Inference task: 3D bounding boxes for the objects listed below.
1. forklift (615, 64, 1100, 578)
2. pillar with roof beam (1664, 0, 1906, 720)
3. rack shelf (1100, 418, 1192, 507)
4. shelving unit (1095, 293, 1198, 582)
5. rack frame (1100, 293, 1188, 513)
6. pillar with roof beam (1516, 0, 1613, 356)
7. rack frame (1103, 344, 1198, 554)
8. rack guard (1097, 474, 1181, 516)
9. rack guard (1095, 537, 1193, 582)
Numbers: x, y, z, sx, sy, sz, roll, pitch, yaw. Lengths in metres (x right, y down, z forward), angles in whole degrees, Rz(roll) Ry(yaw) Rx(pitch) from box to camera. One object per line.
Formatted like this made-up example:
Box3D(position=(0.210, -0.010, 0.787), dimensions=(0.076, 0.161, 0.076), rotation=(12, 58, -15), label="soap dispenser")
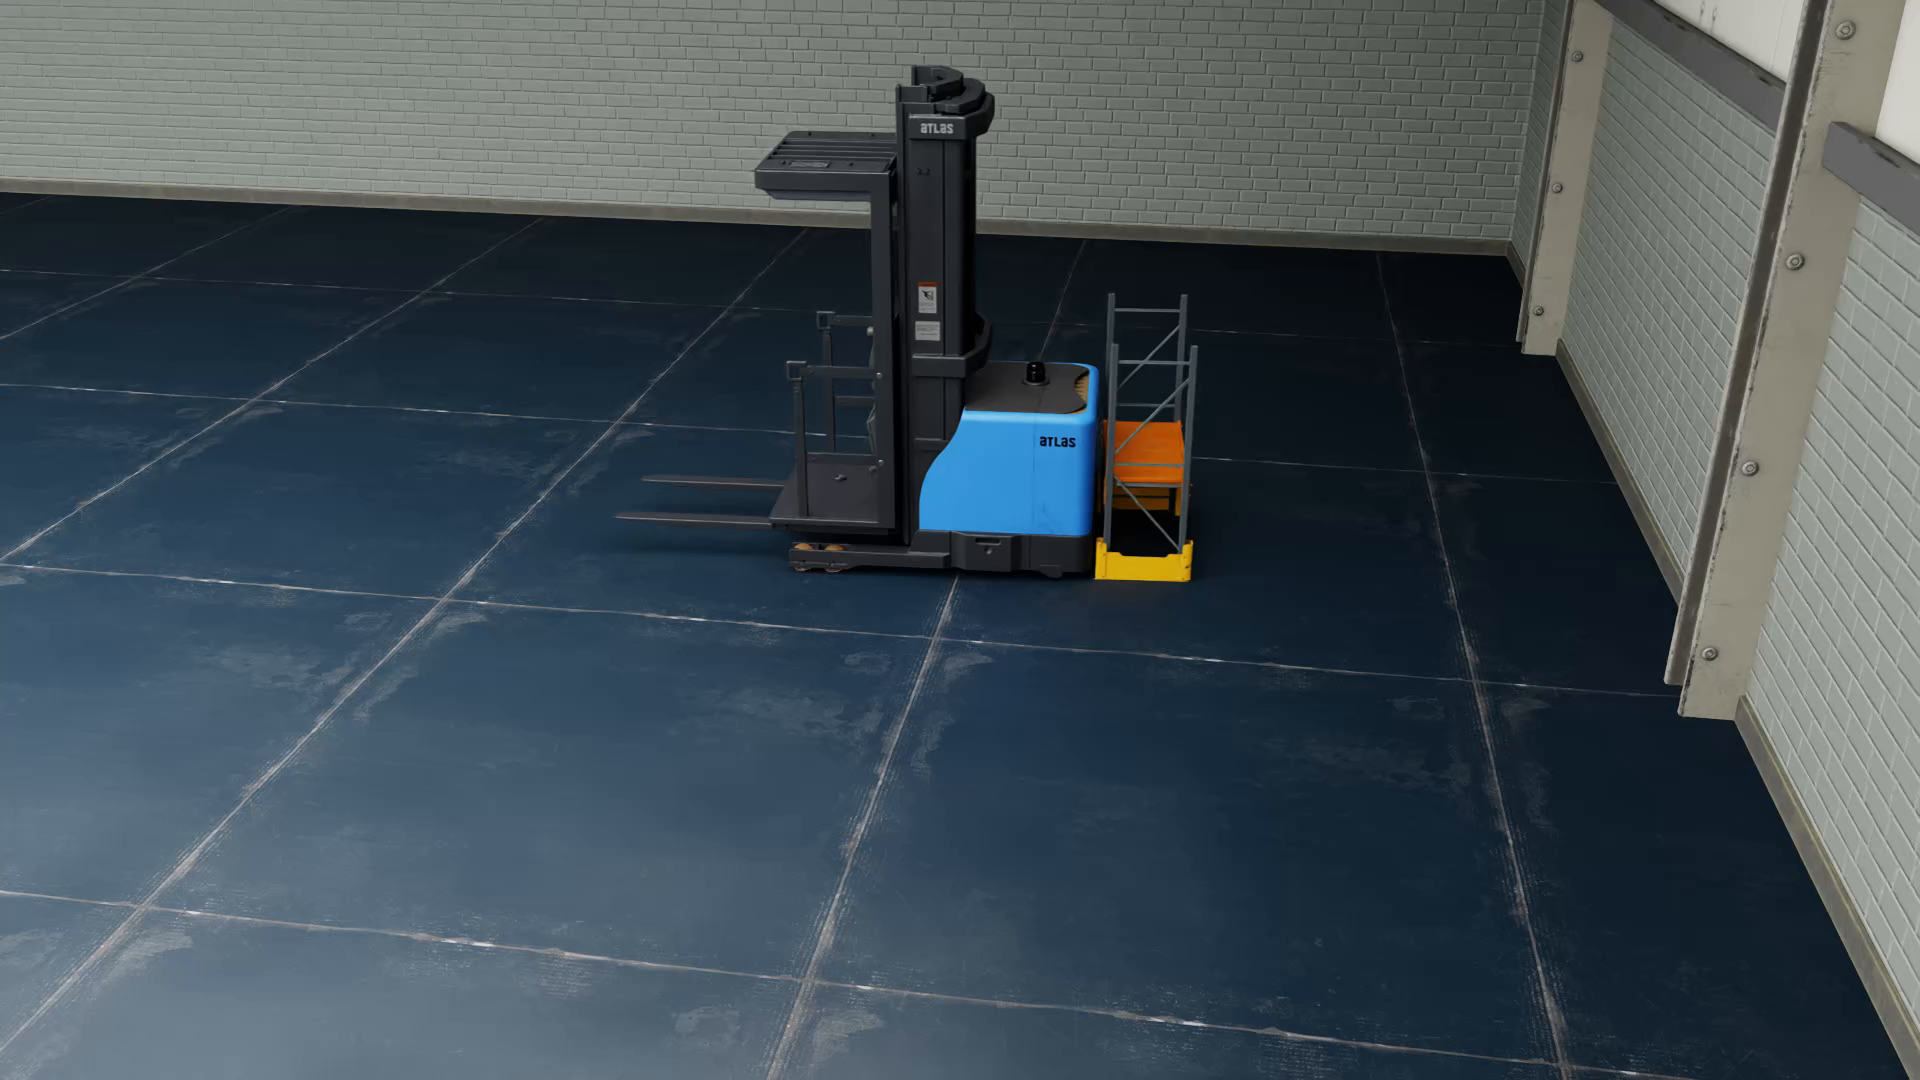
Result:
Box3D(position=(-0.646, -1.345, 10.167), dimensions=(3.031, 2.935, 1.130), rotation=(2, 25, 5), label="forklift")
Box3D(position=(-0.267, -3.519, 7.653), dimensions=(9.100, 9.000, 0.400), rotation=(4, 25, 9), label="pillar with roof beam")
Box3D(position=(1.159, -0.498, 10.469), dimensions=(0.538, 0.185, 1.000), rotation=(2, 25, 3), label="rack shelf")
Box3D(position=(1.158, -0.657, 10.385), dimensions=(0.587, 1.500, 1.083), rotation=(2, 25, 3), label="shelving unit")
Box3D(position=(1.192, -0.876, 10.852), dimensions=(0.500, 1.500, 0.032), rotation=(2, 25, 3), label="rack frame")
Box3D(position=(0.713, -6.028, 13.014), dimensions=(9.100, 9.000, 0.400), rotation=(4, 25, 9), label="pillar with roof beam")
Box3D(position=(1.126, -0.446, 9.934), dimensions=(0.500, 1.500, 0.032), rotation=(2, 25, 3), label="rack frame")
Box3D(position=(1.191, -0.302, 11.100), dimensions=(0.587, 0.250, 0.087), rotation=(2, 25, 3), label="rack guard")
Box3D(position=(1.126, 0.120, 10.200), dimensions=(0.587, 0.250, 0.087), rotation=(2, 25, 3), label="rack guard")
